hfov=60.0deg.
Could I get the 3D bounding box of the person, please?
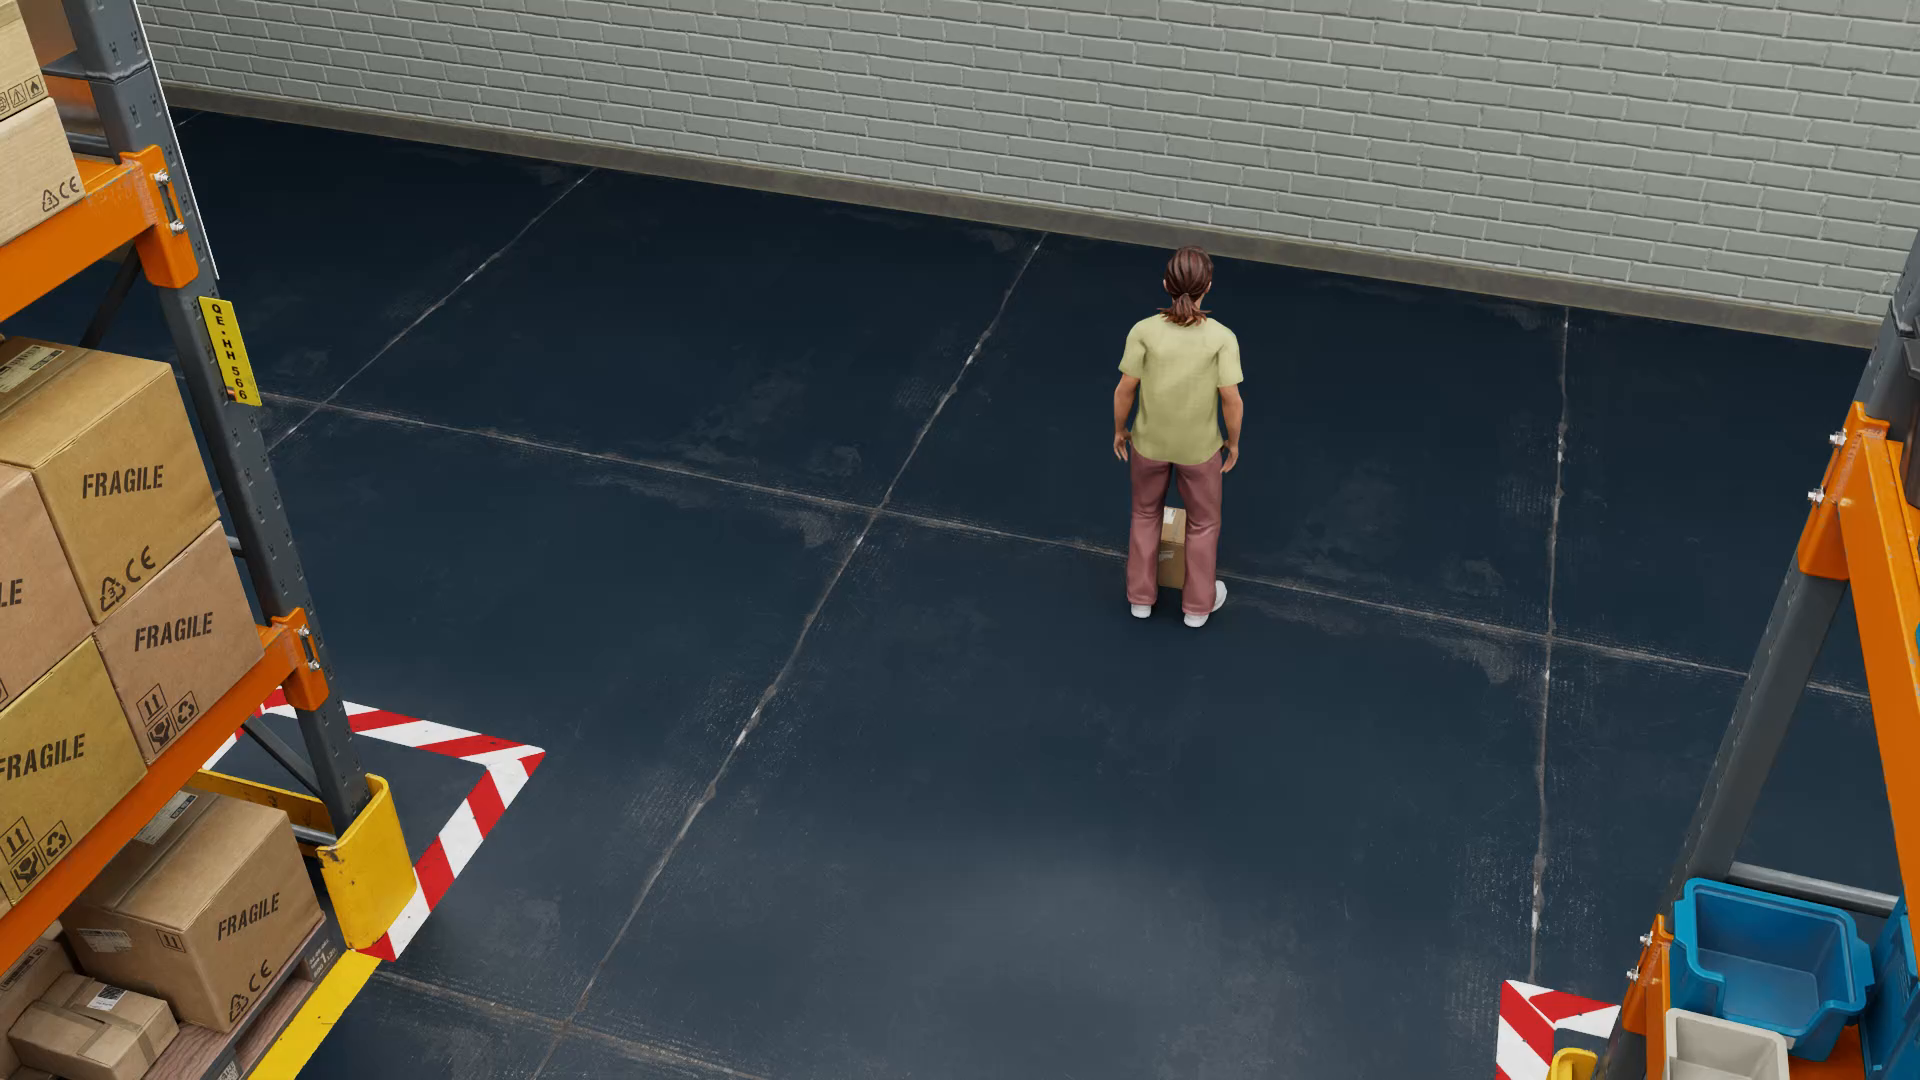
[{"bbox_3d":[0.873,-0.388,6.666,0.521,1.669,0.359,9,38,11],"label":"person"}]
